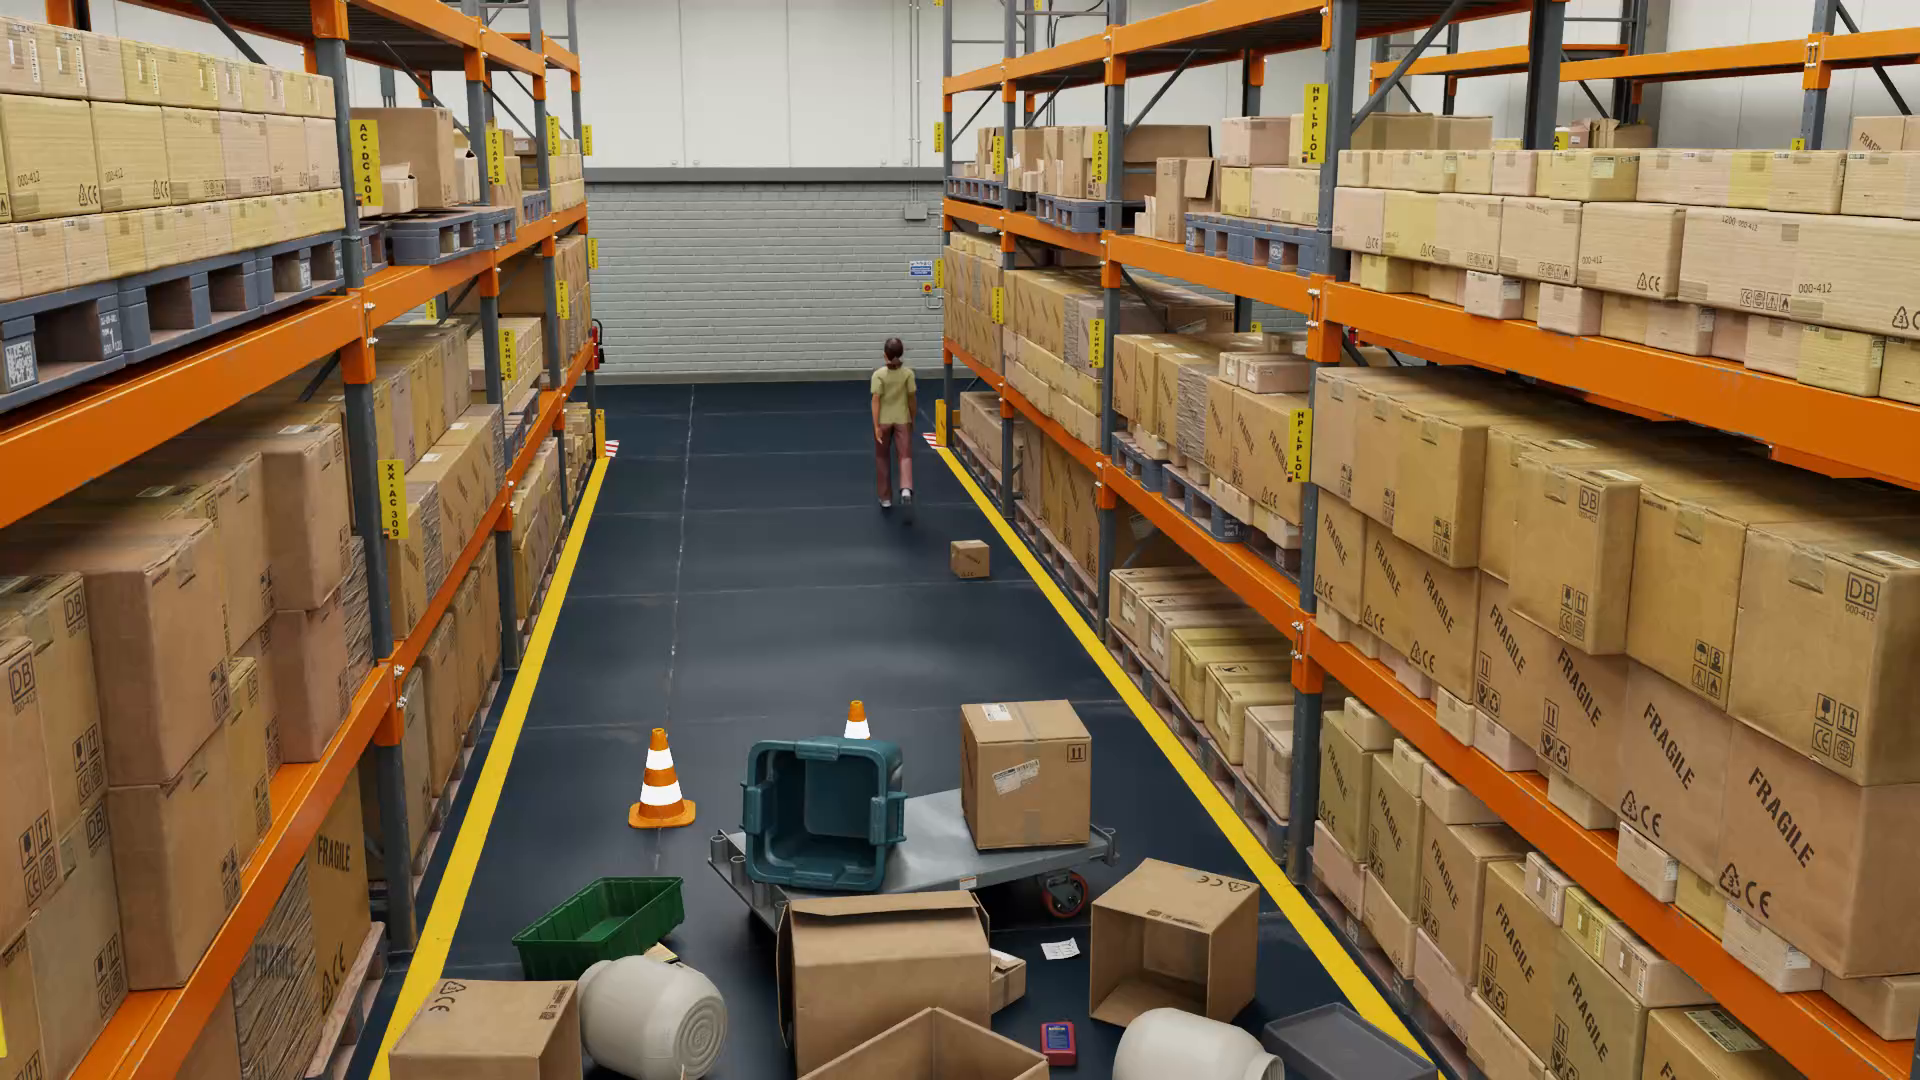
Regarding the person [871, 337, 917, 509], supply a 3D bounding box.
[{"bbox_3d":[-0.619,-1.072,15.550,0.436,1.625,0.898,-2,13,-7],"label":"person"}]
